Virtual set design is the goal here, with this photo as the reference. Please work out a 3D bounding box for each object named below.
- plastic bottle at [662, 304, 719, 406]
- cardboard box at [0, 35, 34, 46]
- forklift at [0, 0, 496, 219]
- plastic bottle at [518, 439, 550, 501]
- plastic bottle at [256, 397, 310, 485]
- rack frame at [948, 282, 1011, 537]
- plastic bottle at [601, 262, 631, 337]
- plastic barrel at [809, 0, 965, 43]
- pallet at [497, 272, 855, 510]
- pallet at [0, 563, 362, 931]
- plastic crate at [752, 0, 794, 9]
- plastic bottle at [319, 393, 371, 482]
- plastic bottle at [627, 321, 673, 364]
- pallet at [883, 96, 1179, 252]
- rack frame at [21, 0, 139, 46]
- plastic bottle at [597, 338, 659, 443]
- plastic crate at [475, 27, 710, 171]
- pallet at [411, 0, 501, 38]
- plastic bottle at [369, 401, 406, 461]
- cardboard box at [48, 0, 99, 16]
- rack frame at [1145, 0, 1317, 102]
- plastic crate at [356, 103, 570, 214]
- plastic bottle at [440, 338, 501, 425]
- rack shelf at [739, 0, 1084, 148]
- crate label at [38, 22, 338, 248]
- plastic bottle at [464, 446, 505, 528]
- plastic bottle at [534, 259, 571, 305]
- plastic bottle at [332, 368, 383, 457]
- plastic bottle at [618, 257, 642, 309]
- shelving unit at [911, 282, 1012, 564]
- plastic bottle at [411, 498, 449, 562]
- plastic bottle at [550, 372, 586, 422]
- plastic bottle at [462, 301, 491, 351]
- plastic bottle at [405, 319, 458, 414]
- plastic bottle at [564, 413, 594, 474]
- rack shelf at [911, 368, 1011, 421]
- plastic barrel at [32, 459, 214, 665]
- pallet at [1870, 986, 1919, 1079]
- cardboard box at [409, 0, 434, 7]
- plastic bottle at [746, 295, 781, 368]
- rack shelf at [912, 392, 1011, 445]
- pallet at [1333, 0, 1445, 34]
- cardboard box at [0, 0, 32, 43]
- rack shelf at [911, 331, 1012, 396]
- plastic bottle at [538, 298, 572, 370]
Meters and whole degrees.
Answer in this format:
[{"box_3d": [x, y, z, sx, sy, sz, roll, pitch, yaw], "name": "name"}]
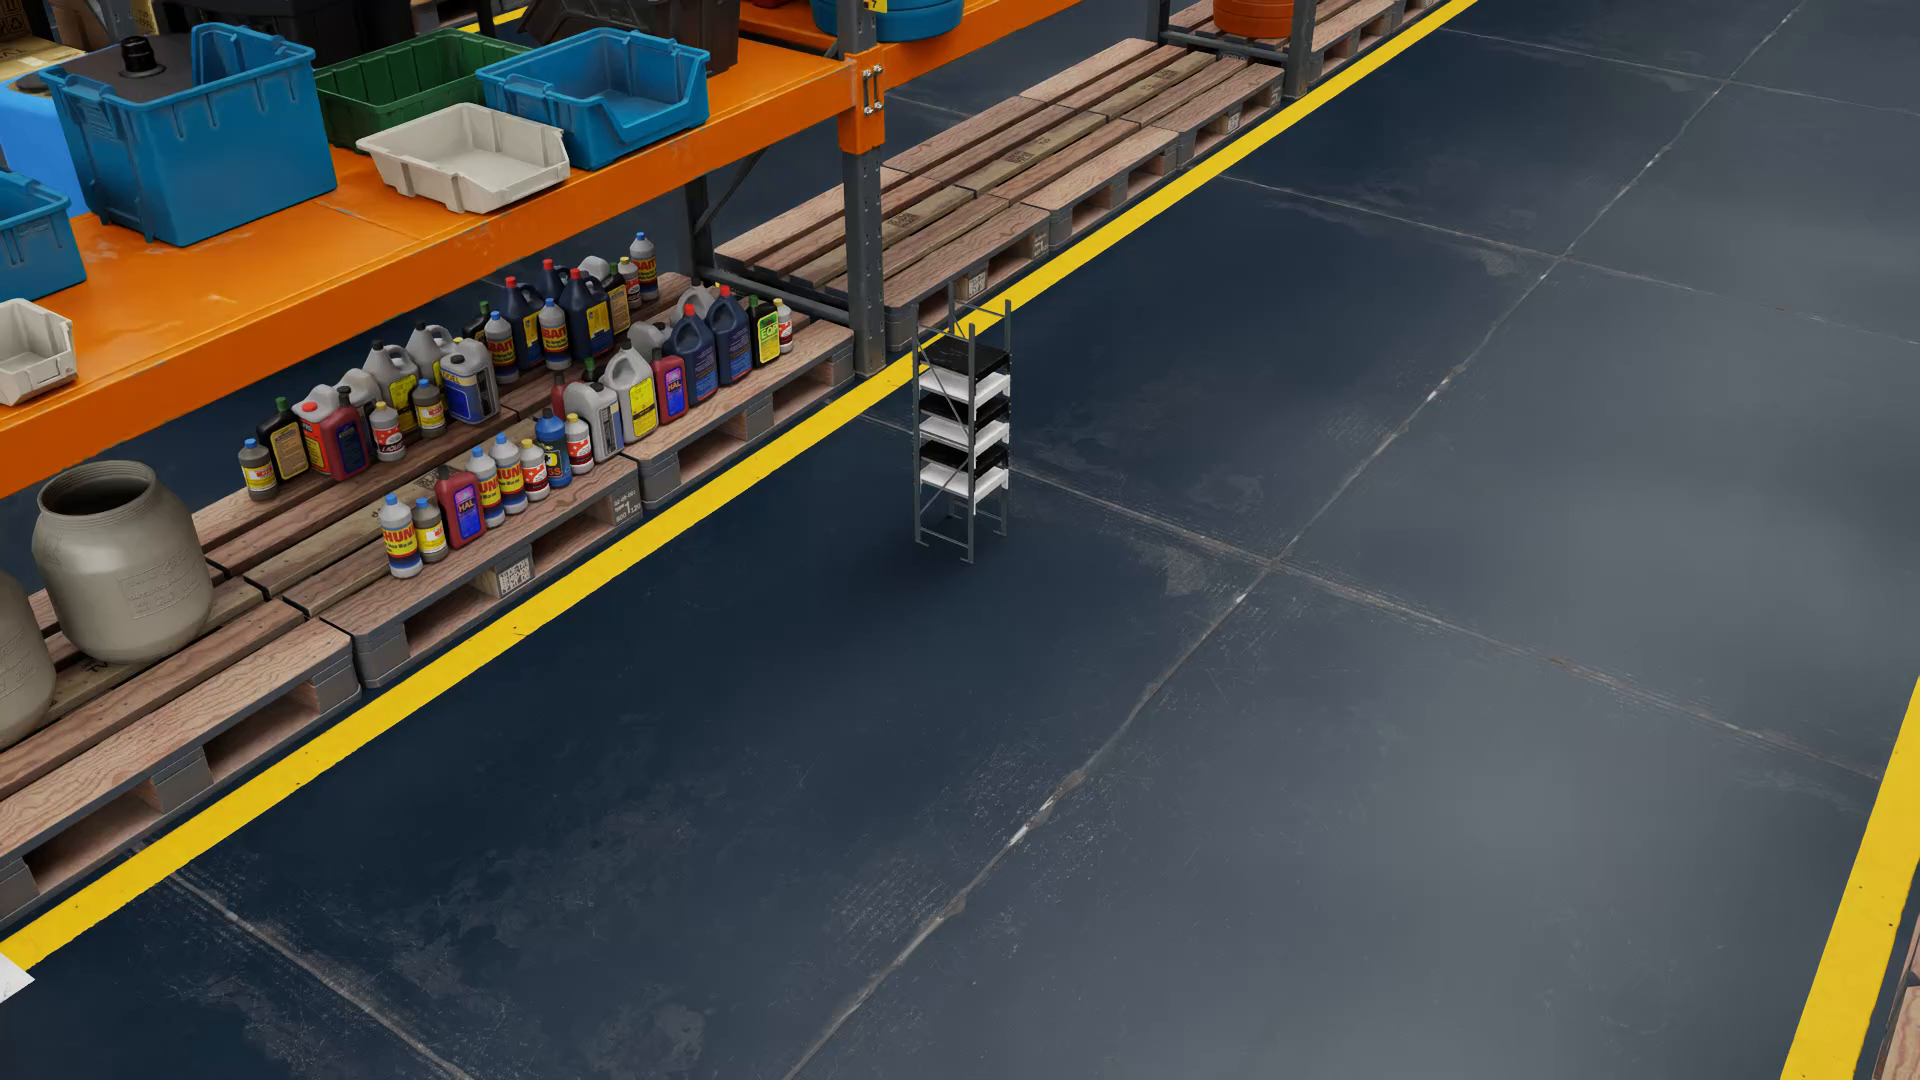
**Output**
[{"box_3d": [-0.985, -0.683, 6.055, 0.144, 0.351, 0.185, 19, 39, 26], "name": "plastic bottle"}, {"box_3d": [-5.326, -2.577, 8.963, 0.500, 0.250, 0.500, 21, 39, 28], "name": "cardboard box"}, {"box_3d": [-2.655, -2.674, 7.088, 1.130, 2.935, 3.031, 17, 38, 23], "name": "forklift"}, {"box_3d": [-1.427, -0.241, 5.535, 0.097, 0.201, 0.097, 0, 34, 0], "name": "plastic bottle"}, {"box_3d": [-2.288, -0.336, 5.601, 0.061, 0.283, 0.133, 22, 40, 29], "name": "plastic bottle"}, {"box_3d": [0.063, -0.423, 5.573, 0.240, 0.900, 0.006, 21, 39, 28], "name": "rack frame"}, {"box_3d": [-1.361, -0.934, 6.486, 0.061, 0.283, 0.133, 21, 39, 28], "name": "plastic bottle"}, {"box_3d": [-0.276, -2.364, 6.120, 0.600, 0.901, 0.708, 21, 39, 28], "name": "plastic barrel"}, {"box_3d": [-1.163, -0.624, 6.485, 1.003, 0.211, 1.213, 21, 39, 28], "name": "pallet"}, {"box_3d": [-2.554, 0.499, 4.824, 1.003, 0.211, 1.213, 21, 39, 28], "name": "pallet"}, {"box_3d": [-0.721, -2.422, 6.597, 0.402, 0.464, 0.583, 21, 39, 28], "name": "plastic crate"}, {"box_3d": [-2.085, -0.350, 5.622, 0.061, 0.283, 0.133, 21, 39, 28], "name": "plastic bottle"}, {"box_3d": [-1.121, -0.688, 6.128, 0.152, 0.276, 0.135, 21, 39, 28], "name": "plastic bottle"}, {"box_3d": [0.365, -1.858, 8.308, 1.003, 0.211, 1.213, 21, 39, 28], "name": "pallet"}, {"box_3d": [-4.813, -3.659, 8.483, 1.000, 3.000, 0.127, 21, 39, 28], "name": "rack frame"}, {"box_3d": [-1.169, -0.535, 5.835, 0.144, 0.351, 0.185, 21, 39, 28], "name": "plastic bottle"}, {"box_3d": [-1.153, -1.417, 5.301, 0.499, 0.251, 0.616, 21, 39, 28], "name": "plastic crate"}, {"box_3d": [-3.730, -3.419, 10.617, 1.003, 0.211, 1.213, 21, 39, 28], "name": "pallet"}, {"box_3d": [-1.981, -0.382, 5.743, 0.097, 0.201, 0.097, 0, 34, 0], "name": "plastic bottle"}, {"box_3d": [-4.817, -3.204, 9.389, 0.500, 0.311, 0.500, 21, 39, 28], "name": "cardboard box"}, {"box_3d": [1.535, -3.916, 8.863, 1.000, 3.000, 0.127, 21, 39, 28], "name": "rack frame"}, {"box_3d": [-1.463, -1.138, 4.990, 0.530, 0.136, 0.437, 21, 39, 28], "name": "plastic crate"}, {"box_3d": [-1.761, -0.572, 5.957, 0.152, 0.276, 0.135, 21, 39, 28], "name": "plastic bottle"}, {"box_3d": [0.395, -2.697, 7.703, 1.077, 0.370, 4.000, 21, 39, 28], "name": "rack shelf"}, {"box_3d": [-2.199, -1.182, 4.789, 0.502, 0.435, 0.616, 21, 39, 28], "name": "crate label"}, {"box_3d": [-1.541, -0.179, 5.380, 0.097, 0.271, 0.097, 0, 34, 0], "name": "plastic bottle"}, {"box_3d": [-1.547, -0.921, 6.406, 0.144, 0.351, 0.185, 22, 40, 29], "name": "plastic bottle"}, {"box_3d": [-2.094, -0.445, 5.768, 0.152, 0.276, 0.135, 20, 39, 27], "name": "plastic bottle"}, {"box_3d": [-1.345, -1.045, 6.722, 0.097, 0.201, 0.097, 0, 34, 0], "name": "plastic bottle"}, {"box_3d": [0.005, -0.376, 5.503, 0.258, 0.900, 0.210, 21, 39, 28], "name": "shelving unit"}, {"box_3d": [-1.677, -0.040, 5.236, 0.097, 0.201, 0.097, 0, 34, 0], "name": "plastic bottle"}, {"box_3d": [-1.353, -0.467, 5.795, 0.061, 0.283, 0.133, 21, 39, 28], "name": "plastic bottle"}, {"box_3d": [-1.783, -0.744, 6.204, 0.061, 0.283, 0.133, 23, 40, 30], "name": "plastic bottle"}, {"box_3d": [-1.897, -0.639, 5.988, 0.144, 0.351, 0.185, 21, 39, 28], "name": "plastic bottle"}, {"box_3d": [-1.310, -0.336, 5.675, 0.097, 0.201, 0.097, 0, 34, 0], "name": "plastic bottle"}, {"box_3d": [0.005, -0.498, 5.421, 0.258, 0.077, 0.200, 21, 39, 28], "name": "rack shelf"}, {"box_3d": [-2.428, 0.064, 4.823, 0.421, 0.512, 0.421, 0, 34, 0], "name": "plastic barrel"}, {"box_3d": [2.275, 1.546, 3.275, 1.003, 0.211, 1.213, 21, 39, 28], "name": "pallet"}, {"box_3d": [-3.503, -3.508, 10.340, 0.500, 0.250, 0.500, 22, 40, 29], "name": "cardboard box"}, {"box_3d": [-0.749, -0.805, 6.295, 0.061, 0.283, 0.133, 23, 41, 30], "name": "plastic bottle"}, {"box_3d": [0.005, -0.423, 5.472, 0.258, 0.077, 0.200, 21, 39, 28], "name": "rack shelf"}, {"box_3d": [2.647, -3.696, 11.027, 1.003, 0.211, 1.213, 21, 39, 28], "name": "pallet"}, {"box_3d": [-5.334, -2.891, 8.758, 0.500, 0.500, 0.500, 21, 39, 28], "name": "cardboard box"}, {"box_3d": [0.005, -0.573, 5.371, 0.258, 0.077, 0.200, 21, 39, 28], "name": "rack shelf"}, {"box_3d": [-1.530, -0.783, 6.273, 0.097, 0.271, 0.097, 0, 34, 0], "name": "plastic bottle"}]
